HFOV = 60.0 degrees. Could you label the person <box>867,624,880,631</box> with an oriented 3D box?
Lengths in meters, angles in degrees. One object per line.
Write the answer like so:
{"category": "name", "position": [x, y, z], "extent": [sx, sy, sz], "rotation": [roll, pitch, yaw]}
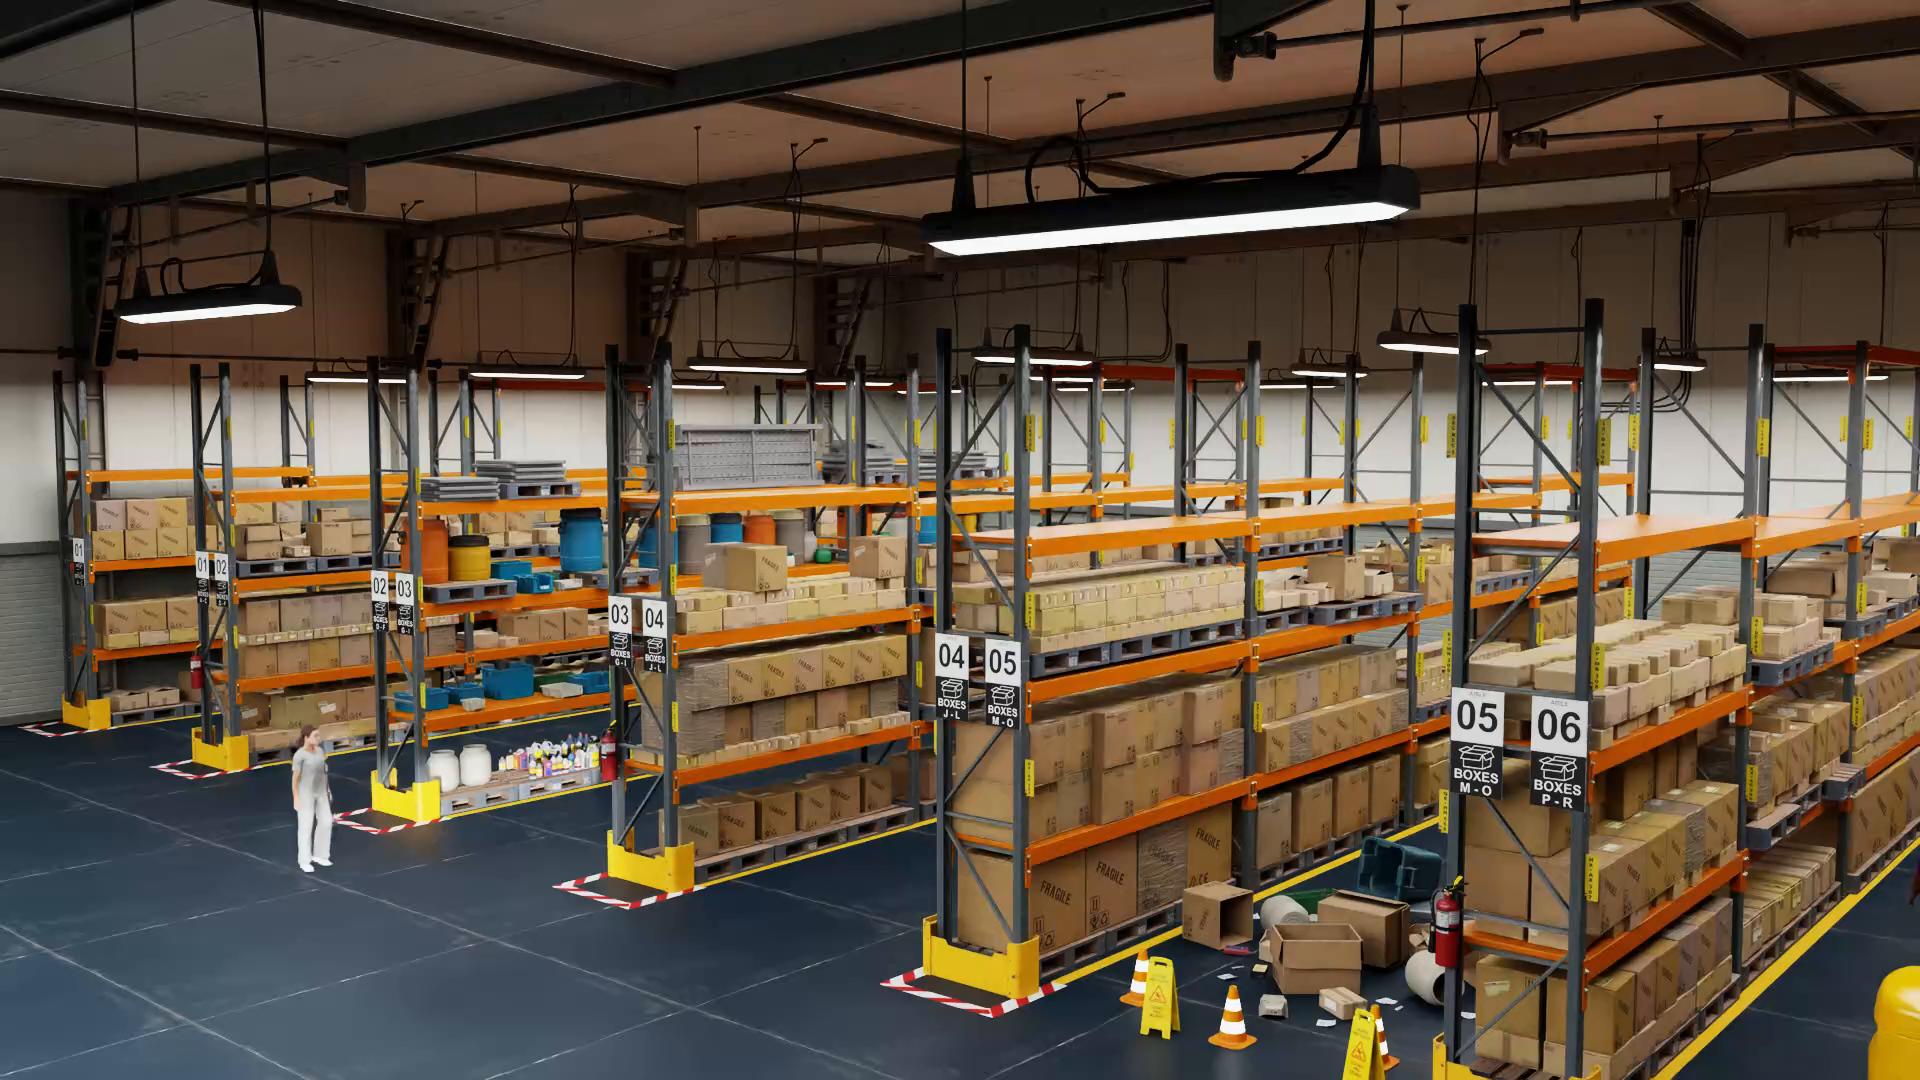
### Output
{"category": "person", "position": [-1.632, 1.975, 31.410], "extent": [0.468, 1.579, 0.612], "rotation": [2, 5, 28]}

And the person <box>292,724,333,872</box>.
{"category": "person", "position": [-7.473, 2.987, 19.158], "extent": [0.325, 1.743, 0.534], "rotation": [2, 5, 25]}

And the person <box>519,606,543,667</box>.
{"category": "person", "position": [-8.153, 2.000, 31.527], "extent": [0.478, 1.792, 0.562], "rotation": [-1, 4, -15]}

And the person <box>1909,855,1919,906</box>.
{"category": "person", "position": [8.738, 3.222, 14.676], "extent": [0.645, 1.797, 0.693], "rotation": [3, 5, 36]}
